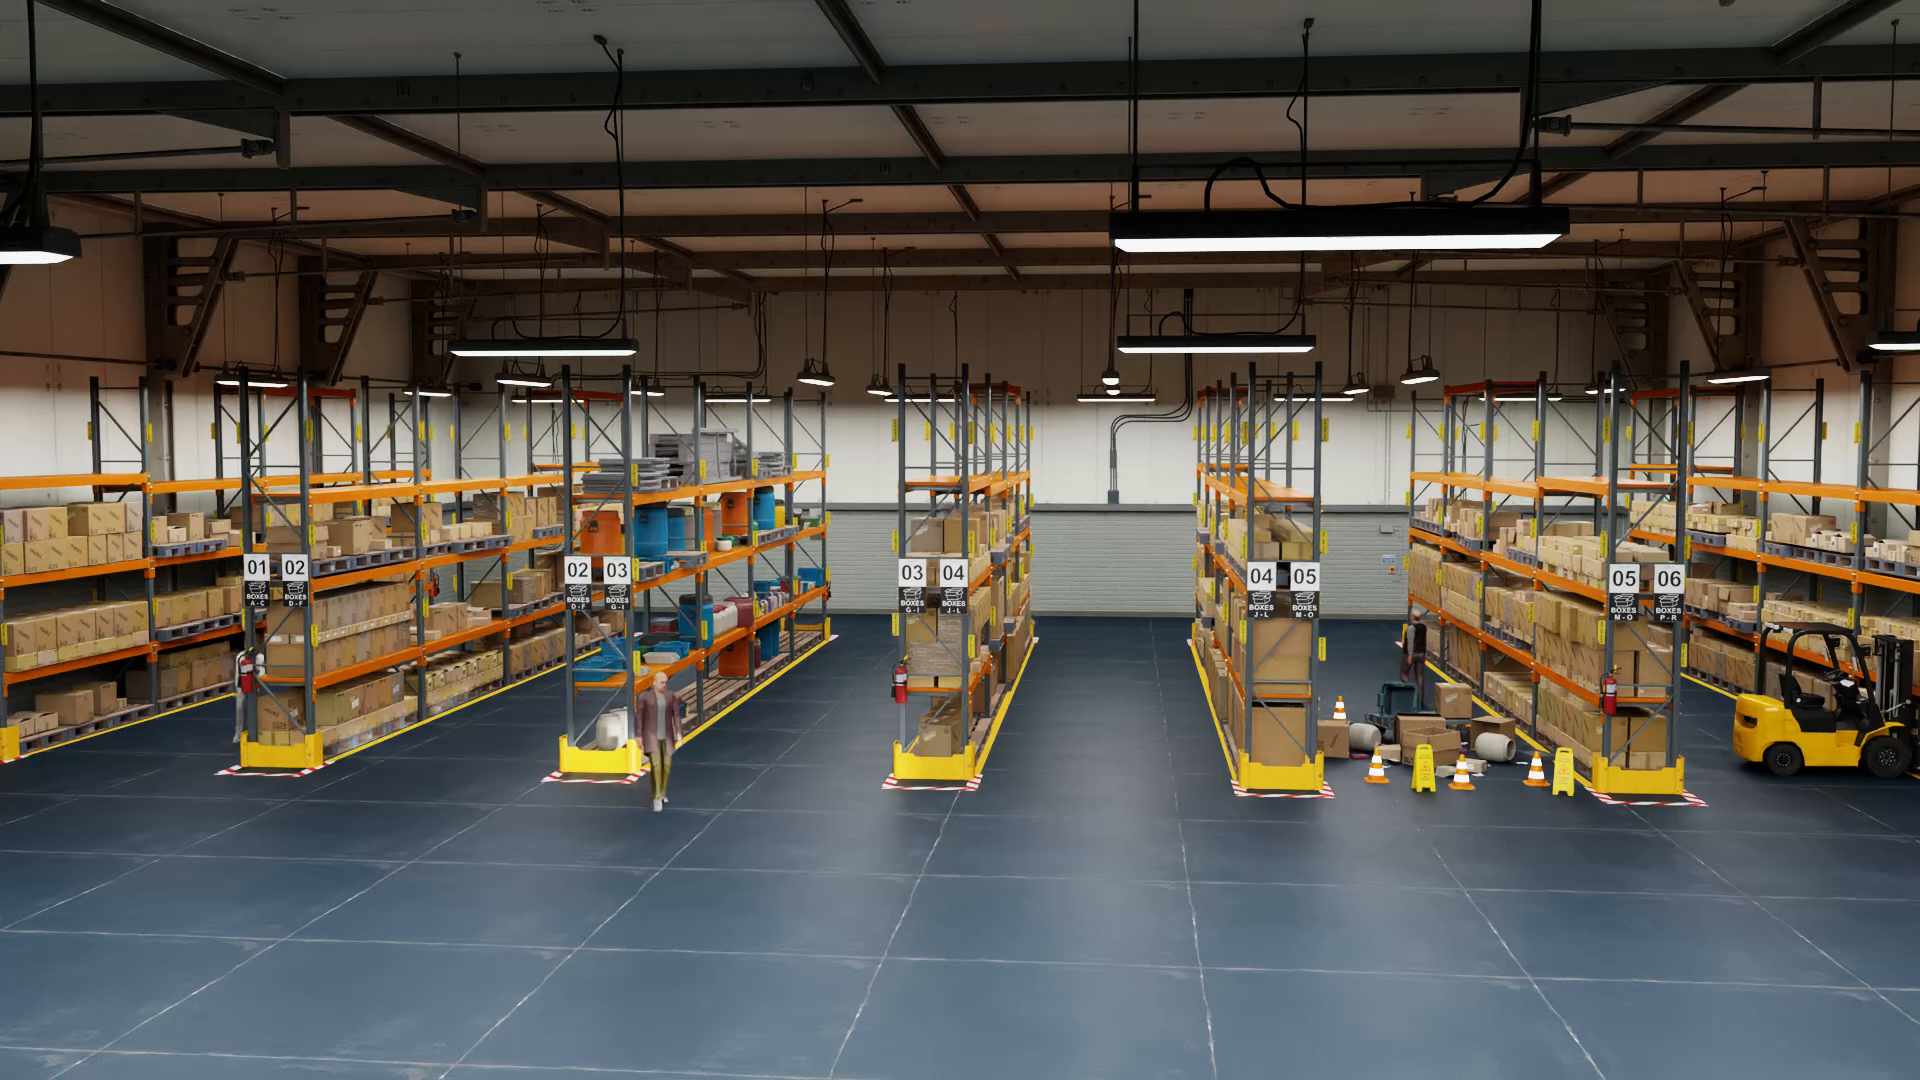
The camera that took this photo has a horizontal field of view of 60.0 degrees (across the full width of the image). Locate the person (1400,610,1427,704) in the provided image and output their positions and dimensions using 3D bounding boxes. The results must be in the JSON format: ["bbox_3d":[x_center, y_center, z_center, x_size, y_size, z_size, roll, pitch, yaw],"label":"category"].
[{"bbox_3d":[8.461,2.186,30.809,0.524,1.756,0.555,-1,4,-10],"label":"person"}]

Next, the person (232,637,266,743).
[{"bbox_3d":[-11.661,2.430,27.235,0.507,1.671,0.688,-1,4,-10],"label":"person"}]

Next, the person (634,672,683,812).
[{"bbox_3d":[-4.023,2.695,22.360,0.607,1.818,0.700,-2,4,-32],"label":"person"}]
